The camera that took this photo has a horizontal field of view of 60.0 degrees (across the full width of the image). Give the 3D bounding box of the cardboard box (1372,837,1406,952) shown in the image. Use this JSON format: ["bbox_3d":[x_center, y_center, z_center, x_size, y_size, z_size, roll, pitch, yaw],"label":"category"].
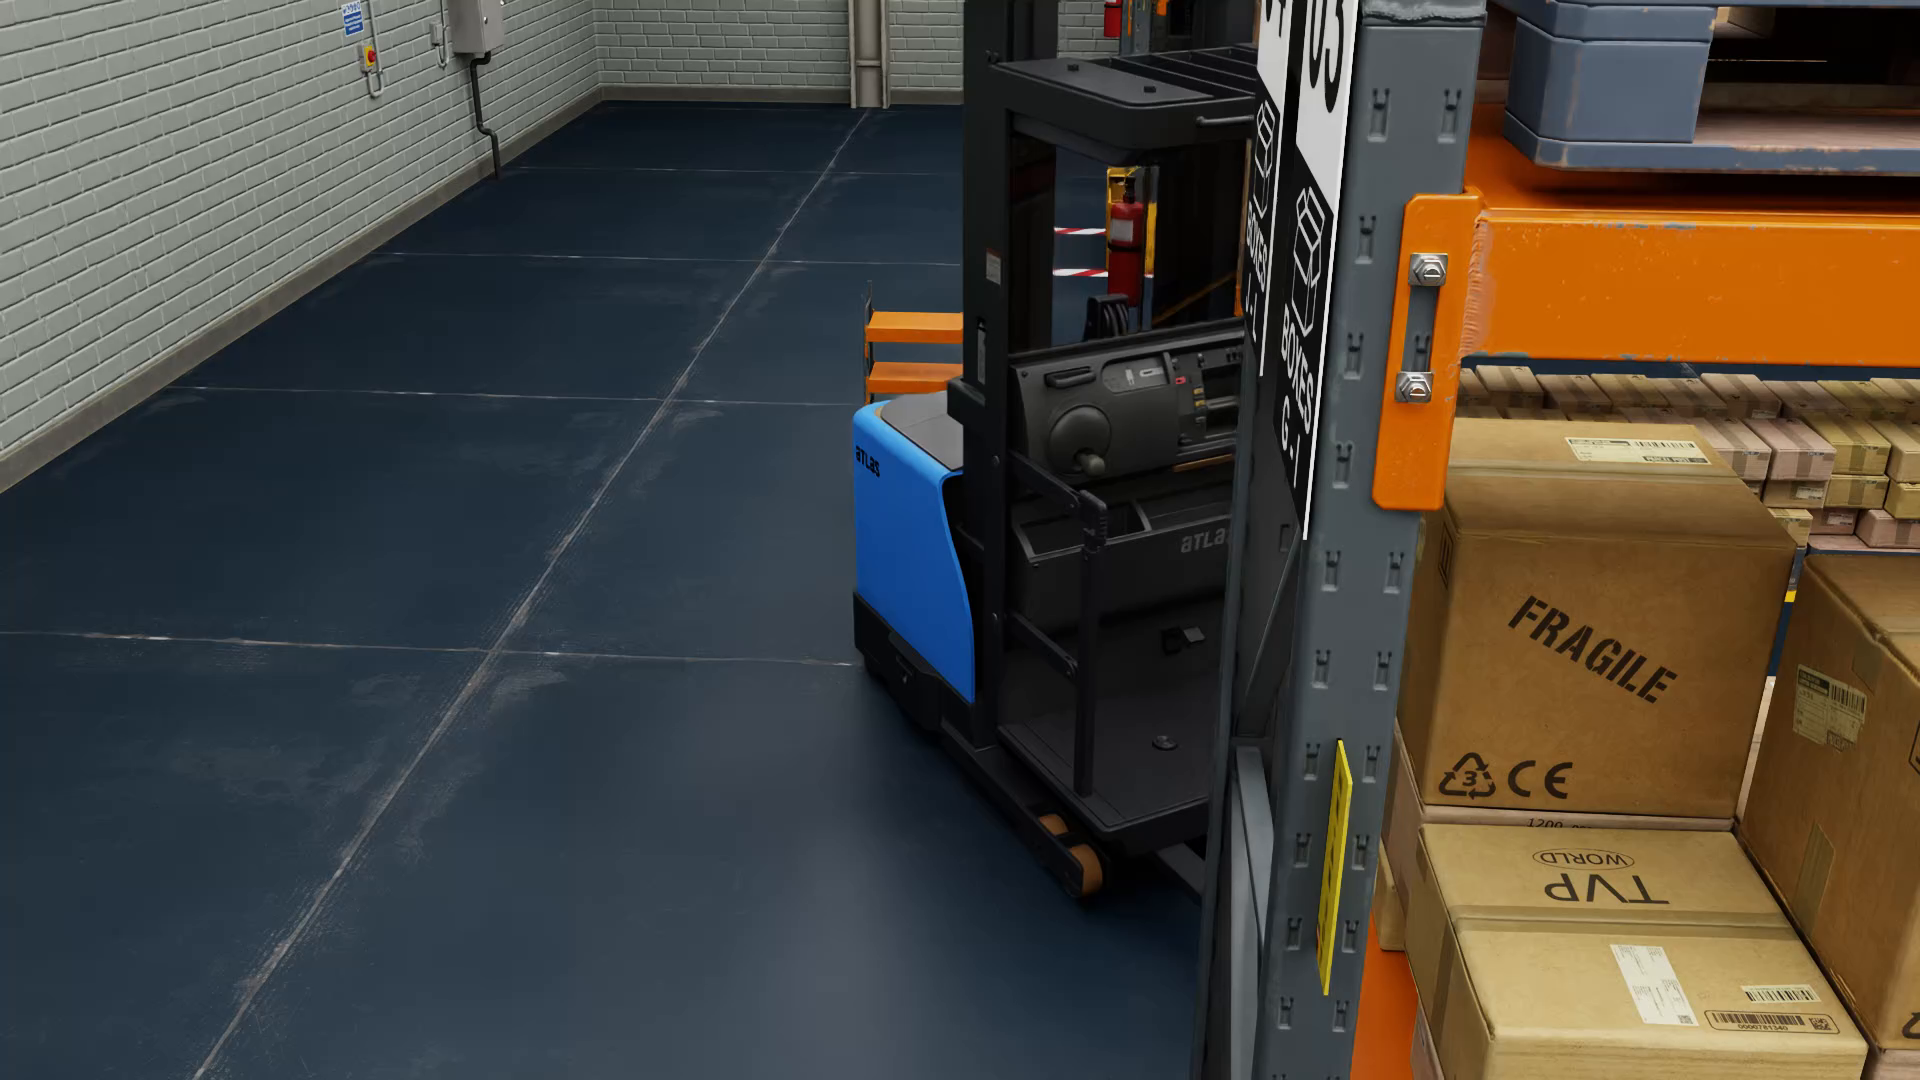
[{"bbox_3d":[0.904,0.606,3.145,0.250,0.149,0.380,2,25,5],"label":"cardboard box"}]

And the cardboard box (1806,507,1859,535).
[{"bbox_3d":[3.801,-0.168,7.435,0.250,0.149,0.380,1,25,3],"label":"cardboard box"}]

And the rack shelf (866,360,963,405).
[{"bbox_3d":[-0.165,-0.693,7.445,0.480,0.148,0.258,2,25,4],"label":"rack shelf"}]

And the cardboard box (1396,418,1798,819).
[{"bbox_3d":[1.029,0.116,2.835,0.500,0.500,0.500,2,25,5],"label":"cardboard box"}]

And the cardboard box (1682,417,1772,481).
[{"bbox_3d":[3.311,-0.398,7.223,0.250,0.149,0.380,1,25,2],"label":"cardboard box"}]

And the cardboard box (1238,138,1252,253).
[{"bbox_3d":[1.430,-1.497,6.940,0.500,0.500,0.500,3,25,6],"label":"cardboard box"}]

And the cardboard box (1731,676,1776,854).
[{"bbox_3d":[1.533,0.472,2.959,0.500,0.250,0.500,1,25,3],"label":"cardboard box"}]

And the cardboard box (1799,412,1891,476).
[{"bbox_3d":[3.858,-0.424,7.280,0.250,0.149,0.380,3,25,6],"label":"cardboard box"}]

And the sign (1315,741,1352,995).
[{"bbox_3d":[0.475,0.420,2.119,0.005,0.325,0.100,2,25,4],"label":"sign"}]

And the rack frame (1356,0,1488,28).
[{"bbox_3d":[0.523,-2.107,1.565,0.127,3.000,1.000,2,25,4],"label":"rack frame"}]

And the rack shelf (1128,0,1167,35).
[{"bbox_3d":[3.652,-5.190,16.302,4.000,0.370,1.077,2,25,4],"label":"rack shelf"}]

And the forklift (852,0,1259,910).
[{"bbox_3d":[0.699,-0.409,5.134,1.130,2.935,3.031,-12,27,-25],"label":"forklift"}]

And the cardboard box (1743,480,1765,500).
[{"bbox_3d":[3.351,-0.297,7.359,0.250,0.149,0.380,1,25,1],"label":"cardboard box"}]

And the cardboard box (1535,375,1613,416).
[{"bbox_3d":[2.845,-0.639,7.746,0.250,0.149,0.380,1,25,2],"label":"cardboard box"}]

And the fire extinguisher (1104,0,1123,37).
[{"bbox_3d":[1.476,-5.189,15.977,0.183,0.674,0.296,2,25,4],"label":"fire extinguisher"}]

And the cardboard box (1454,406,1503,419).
[{"bbox_3d":[2.279,-0.460,7.358,0.250,0.149,0.380,1,25,1],"label":"cardboard box"}]

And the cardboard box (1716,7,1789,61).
[{"bbox_3d":[2.960,-1.902,6.622,0.500,0.500,0.500,1,25,2],"label":"cardboard box"}]

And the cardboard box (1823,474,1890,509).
[{"bbox_3d":[3.872,-0.280,7.322,0.250,0.149,0.380,2,25,4],"label":"cardboard box"}]

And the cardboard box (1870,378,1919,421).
[{"bbox_3d":[4.394,-0.615,7.694,0.250,0.149,0.380,3,25,7],"label":"cardboard box"}]

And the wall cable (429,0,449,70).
[{"bbox_3d":[-4.245,-4.736,13.239,0.122,1.984,0.588,2,25,4],"label":"wall cable"}]

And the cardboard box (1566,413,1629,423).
[{"bbox_3d":[2.814,-0.420,7.270,0.250,0.149,0.380,2,25,5],"label":"cardboard box"}]

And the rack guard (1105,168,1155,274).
[{"bbox_3d":[1.258,-2.378,12.319,0.348,0.500,1.175,2,25,4],"label":"rack guard"}]

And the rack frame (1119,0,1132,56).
[{"bbox_3d":[1.658,-5.581,16.291,0.127,3.000,1.000,2,25,4],"label":"rack frame"}]

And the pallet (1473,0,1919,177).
[{"bbox_3d":[1.264,-0.685,2.168,1.213,0.211,1.003,2,25,4],"label":"pallet"}]

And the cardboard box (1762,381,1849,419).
[{"bbox_3d":[3.877,-0.601,7.665,0.250,0.149,0.380,1,25,3],"label":"cardboard box"}]

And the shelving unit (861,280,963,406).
[{"bbox_3d":[-0.165,-0.550,7.511,0.503,1.200,0.258,2,25,4],"label":"shelving unit"}]

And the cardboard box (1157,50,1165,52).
[{"bbox_3d":[2.261,-4.579,16.597,0.637,0.503,0.797,1,25,2],"label":"cardboard box"}]

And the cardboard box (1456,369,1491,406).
[{"bbox_3d":[2.319,-0.679,7.833,0.250,0.149,0.380,1,25,2],"label":"cardboard box"}]

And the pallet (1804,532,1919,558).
[{"bbox_3d":[4.320,-0.058,7.624,1.213,0.211,1.003,2,25,4],"label":"pallet"}]

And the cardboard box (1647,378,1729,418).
[{"bbox_3d":[3.351,-0.618,7.701,0.250,0.149,0.380,1,25,2],"label":"cardboard box"}]

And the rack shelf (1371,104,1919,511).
[{"bbox_3d":[2.518,-0.354,2.203,4.000,0.370,1.077,2,25,4],"label":"rack shelf"}]

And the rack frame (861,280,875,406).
[{"bbox_3d":[-0.408,-0.558,7.528,0.015,1.200,0.240,2,25,4],"label":"rack frame"}]

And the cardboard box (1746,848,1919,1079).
[{"bbox_3d":[1.500,0.693,2.480,0.500,0.250,0.500,2,25,3],"label":"cardboard box"}]

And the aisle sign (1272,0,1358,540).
[{"bbox_3d":[0.429,-0.440,2.008,0.004,0.787,0.394,2,25,4],"label":"aisle sign"}]
